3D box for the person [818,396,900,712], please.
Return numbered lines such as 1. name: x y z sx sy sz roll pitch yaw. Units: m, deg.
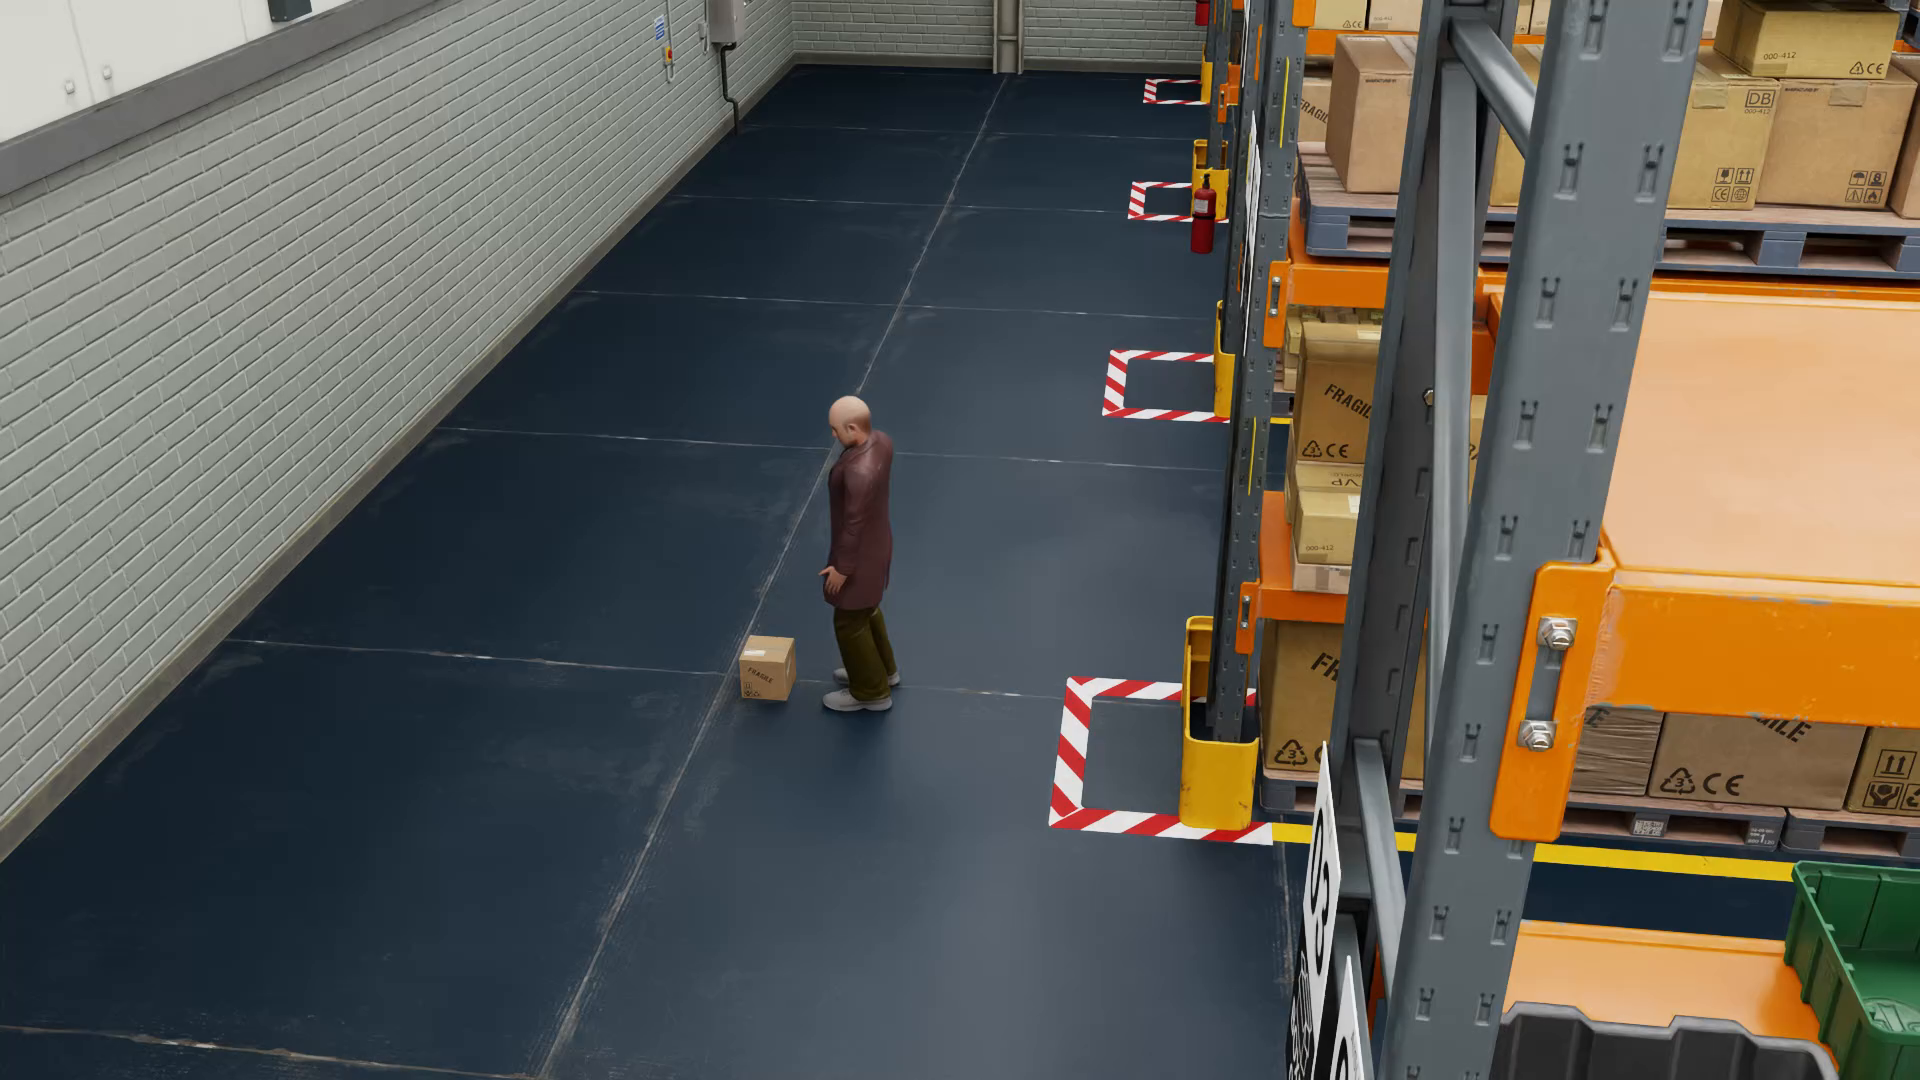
1. person: -0.540 0.078 8.637 0.379 1.773 0.565 4 28 7
